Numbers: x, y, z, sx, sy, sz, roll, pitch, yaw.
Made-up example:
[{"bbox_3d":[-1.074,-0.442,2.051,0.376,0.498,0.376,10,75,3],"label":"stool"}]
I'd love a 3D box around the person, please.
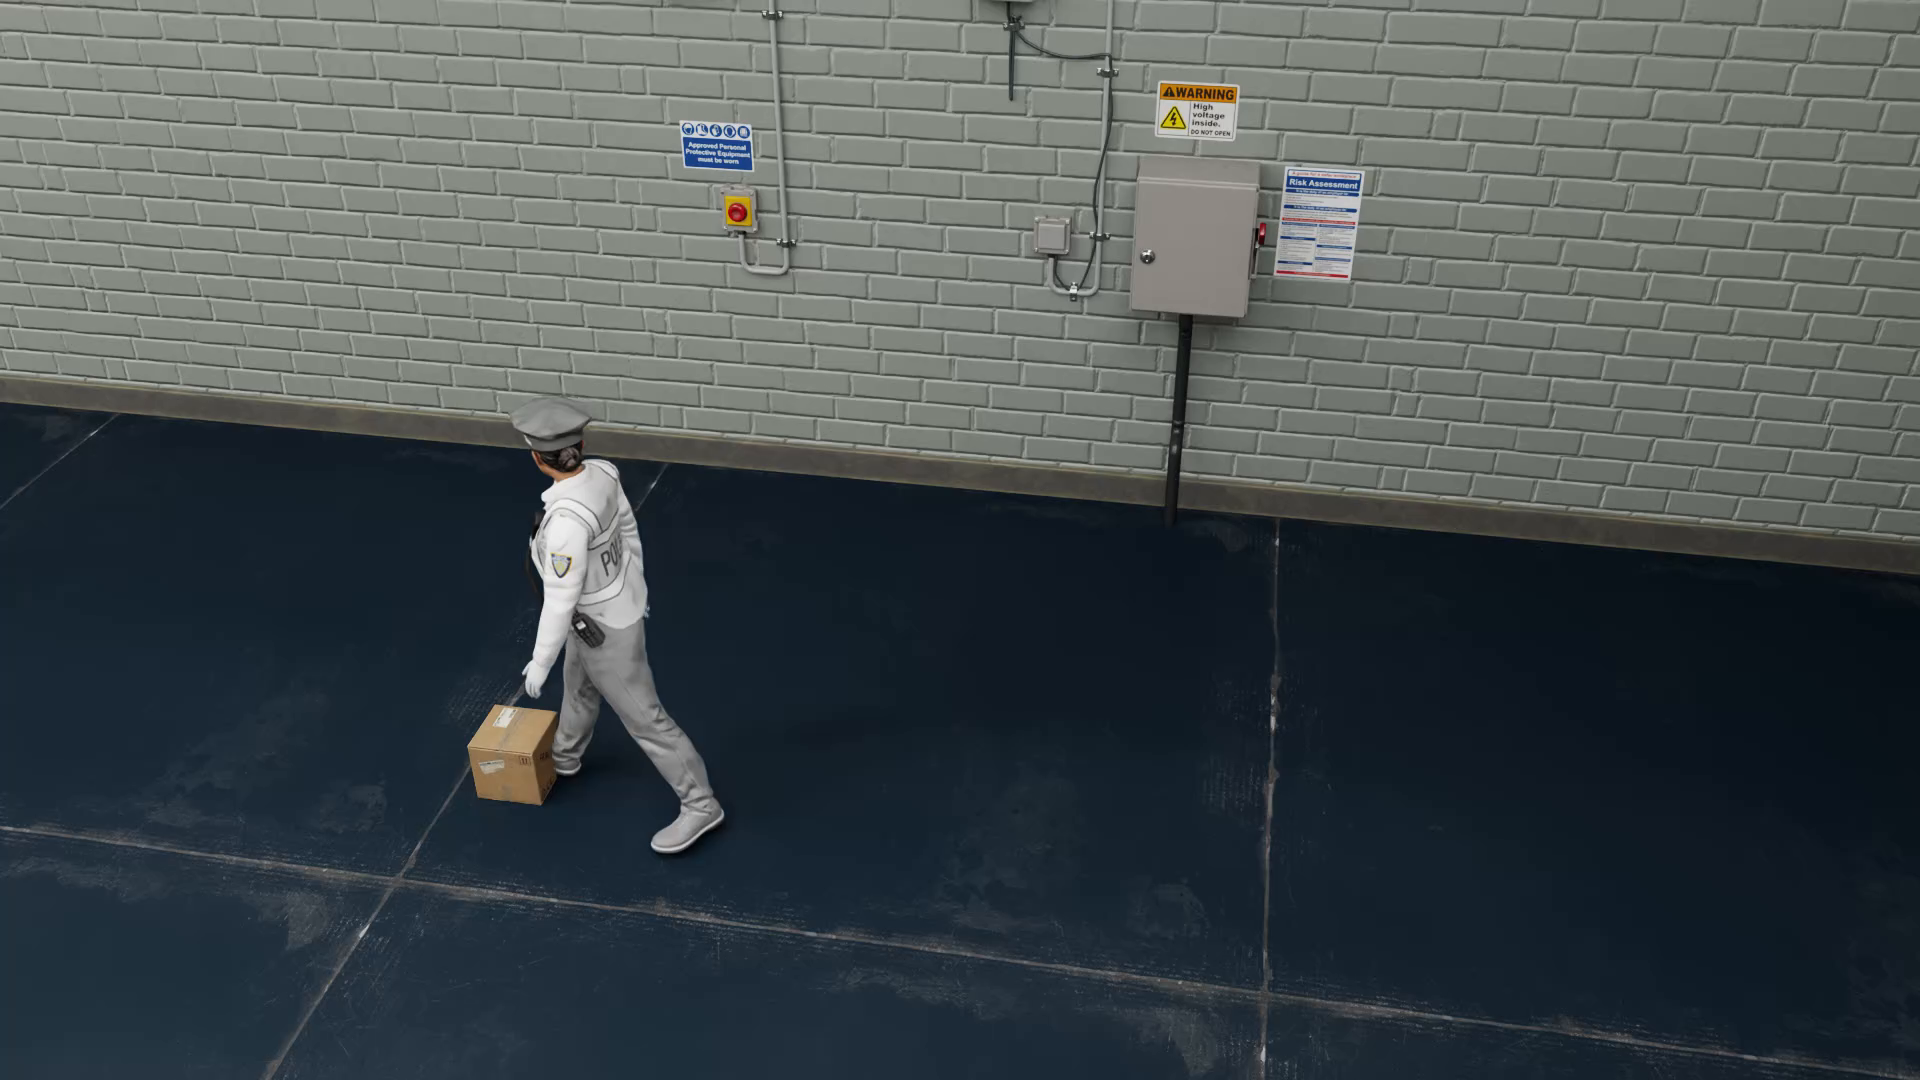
[{"bbox_3d":[-1.275,0.286,5.686,0.837,1.612,0.604,-2,33,-3],"label":"person"}]
